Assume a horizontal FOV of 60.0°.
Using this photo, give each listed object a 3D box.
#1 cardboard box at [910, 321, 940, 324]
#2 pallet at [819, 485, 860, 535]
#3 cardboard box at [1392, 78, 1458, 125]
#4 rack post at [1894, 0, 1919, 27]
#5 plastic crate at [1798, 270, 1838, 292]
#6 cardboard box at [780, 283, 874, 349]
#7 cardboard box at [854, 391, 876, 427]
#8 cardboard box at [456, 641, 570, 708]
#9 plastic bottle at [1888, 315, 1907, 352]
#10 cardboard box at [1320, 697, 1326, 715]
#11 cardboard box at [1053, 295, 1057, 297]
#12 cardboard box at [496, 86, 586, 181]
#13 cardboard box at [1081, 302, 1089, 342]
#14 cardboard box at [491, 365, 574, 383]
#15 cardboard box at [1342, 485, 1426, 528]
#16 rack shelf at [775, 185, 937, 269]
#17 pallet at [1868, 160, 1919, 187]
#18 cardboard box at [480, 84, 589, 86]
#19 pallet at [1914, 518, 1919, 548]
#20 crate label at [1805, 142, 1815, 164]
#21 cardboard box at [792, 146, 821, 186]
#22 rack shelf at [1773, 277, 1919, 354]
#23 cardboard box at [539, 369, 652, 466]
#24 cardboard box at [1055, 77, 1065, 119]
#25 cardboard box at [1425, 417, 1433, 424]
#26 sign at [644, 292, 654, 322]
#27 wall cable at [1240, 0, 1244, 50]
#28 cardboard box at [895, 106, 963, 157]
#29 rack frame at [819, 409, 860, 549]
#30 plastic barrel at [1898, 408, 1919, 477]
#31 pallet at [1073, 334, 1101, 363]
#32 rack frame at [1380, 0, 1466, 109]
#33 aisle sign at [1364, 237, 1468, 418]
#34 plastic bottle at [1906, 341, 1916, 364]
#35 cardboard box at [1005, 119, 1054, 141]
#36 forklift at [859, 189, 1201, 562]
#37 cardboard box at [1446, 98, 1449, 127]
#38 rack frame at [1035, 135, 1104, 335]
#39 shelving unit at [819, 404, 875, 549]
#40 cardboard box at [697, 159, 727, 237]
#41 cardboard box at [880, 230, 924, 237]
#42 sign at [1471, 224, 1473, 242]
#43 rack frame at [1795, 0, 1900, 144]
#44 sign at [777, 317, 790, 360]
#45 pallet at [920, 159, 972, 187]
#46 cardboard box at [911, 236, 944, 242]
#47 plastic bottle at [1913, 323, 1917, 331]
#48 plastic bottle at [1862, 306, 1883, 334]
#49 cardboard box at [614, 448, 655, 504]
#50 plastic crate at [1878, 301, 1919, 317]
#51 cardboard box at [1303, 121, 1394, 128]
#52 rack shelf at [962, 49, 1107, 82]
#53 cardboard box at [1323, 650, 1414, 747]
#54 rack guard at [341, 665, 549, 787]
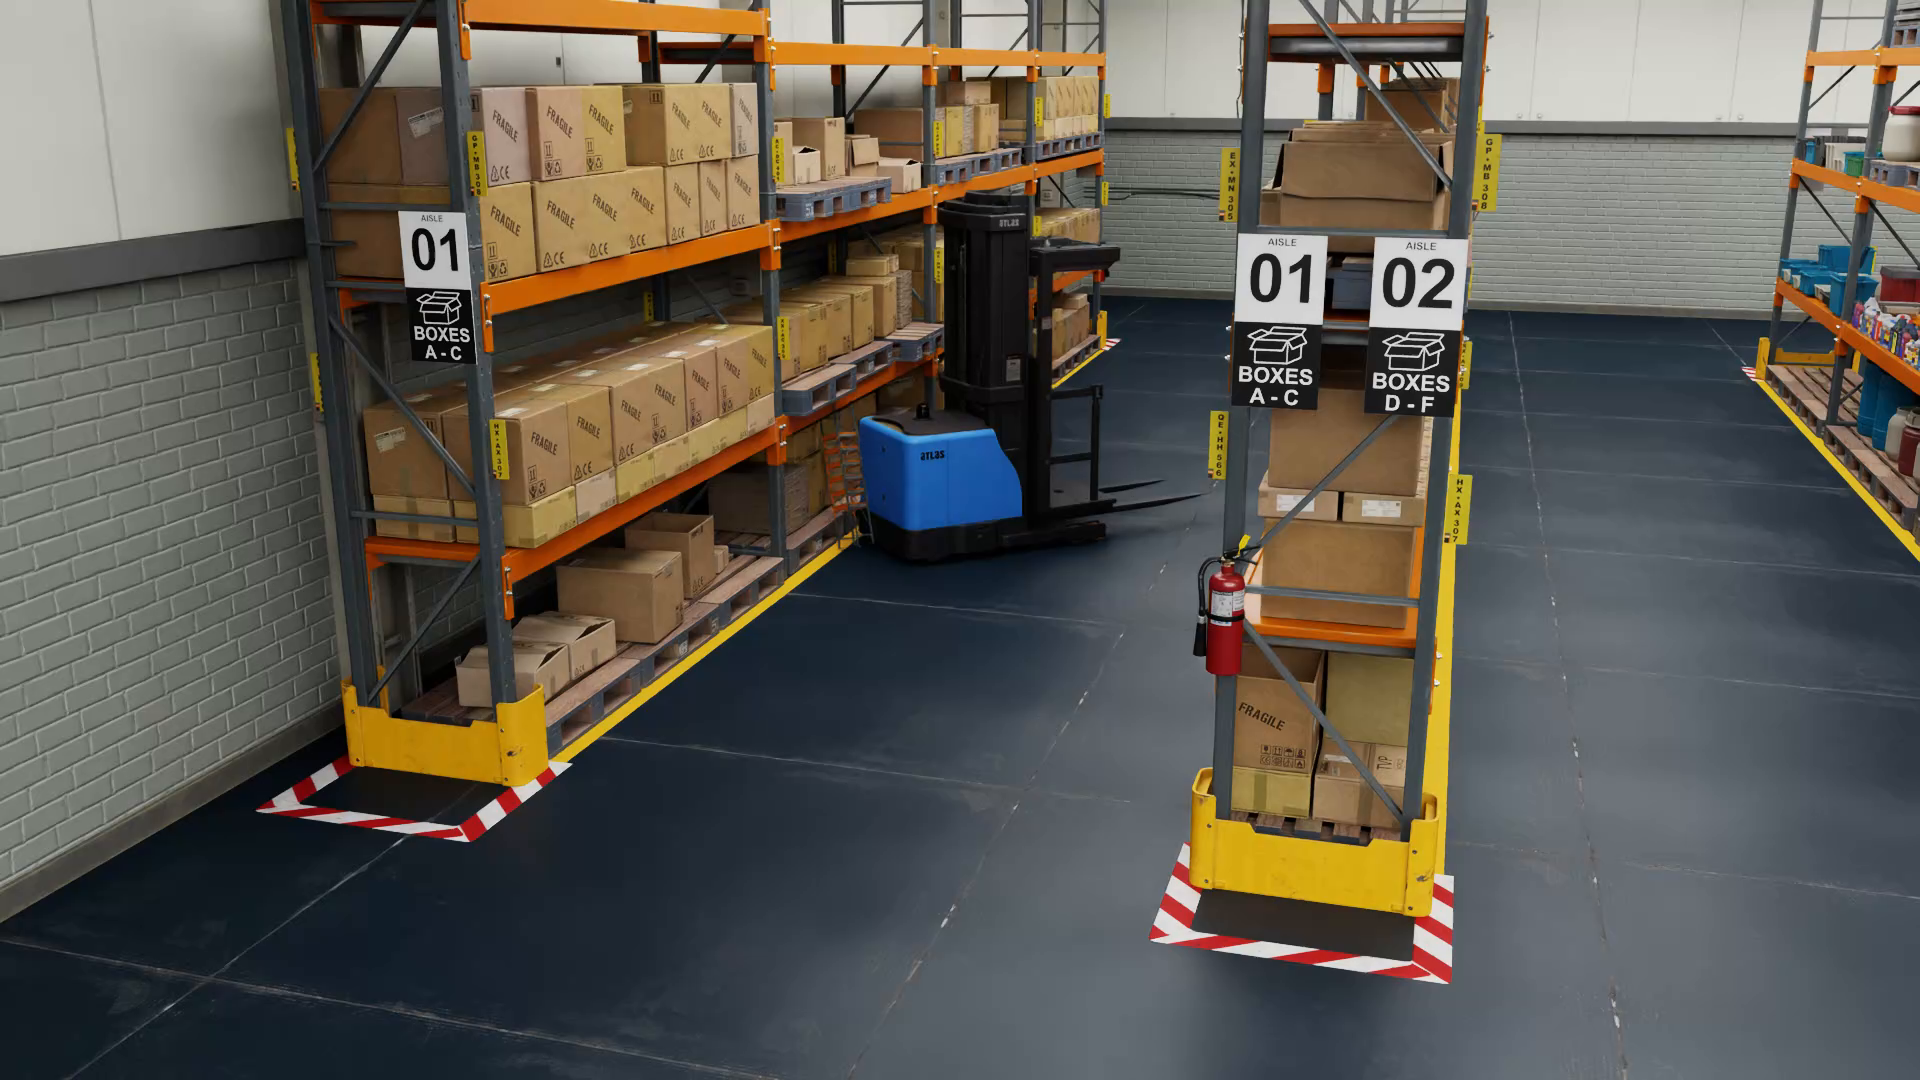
[{"bbox_3d":[-0.417,-2.163,16.881,0.380,0.149,0.250,4,16,15],"label":"cardboard box"},{"bbox_3d":[-1.305,-0.342,15.147,1.003,0.211,1.213,5,16,16],"label":"pallet"},{"bbox_3d":[5.256,-4.971,18.847,0.700,0.500,0.500,5,16,16],"label":"cardboard box"},{"bbox_3d":[9.633,-5.116,16.013,0.937,0.300,0.954,4,16,15],"label":"rack post"},{"bbox_3d":[10.279,-3.095,19.942,0.416,0.233,0.300,5,16,16],"label":"plastic crate"},{"bbox_3d":[-1.190,-2.014,14.944,0.700,0.500,0.500,5,16,16],"label":"cardboard box"},{"bbox_3d":[-1.110,-1.239,15.601,0.500,0.250,0.500,5,17,17],"label":"cardboard box"},{"bbox_3d":[-2.724,0.795,10.150,0.500,0.311,0.500,3,16,10],"label":"cardboard box"},{"bbox_3d":[8.972,-1.973,15.880,0.144,0.351,0.185,5,16,16],"label":"plastic bottle"},{"bbox_3d":[1.884,0.965,9.698,0.500,0.250,0.500,5,16,16],"label":"cardboard box"},{"bbox_3d":[1.138,-3.335,23.213,0.380,0.149,0.250,5,16,16],"label":"cardboard box"},{"bbox_3d":[-2.473,-2.304,9.406,0.500,0.500,0.500,4,16,15],"label":"cardboard box"},{"bbox_3d":[1.437,-3.107,23.599,0.700,0.500,0.500,5,16,16],"label":"cardboard box"},{"bbox_3d":[-2.781,-0.817,10.578,0.500,0.500,0.500,4,16,14],"label":"cardboard box"},{"bbox_3d":[2.062,-0.176,8.080,0.380,0.149,0.250,5,16,15],"label":"cardboard box"},{"bbox_3d":[-1.301,-2.779,14.453,1.077,0.370,4.000,5,16,16],"label":"rack shelf"},{"bbox_3d":[9.773,-3.624,16.457,1.213,0.211,1.003,5,16,16],"label":"pallet"},{"bbox_3d":[-2.679,-2.630,10.554,0.500,0.500,0.500,5,16,16],"label":"cardboard box"},{"bbox_3d":[8.508,0.104,13.577,1.003,0.211,1.213,5,16,16],"label":"pallet"},{"bbox_3d":[10.467,-4.686,20.128,0.408,0.251,0.502,5,16,16],"label":"crate label"},{"bbox_3d":[-1.463,-3.059,13.515,0.500,0.311,0.500,5,17,18],"label":"cardboard box"},{"bbox_3d":[10.471,-2.661,19.533,1.077,0.370,4.000,5,16,16],"label":"rack shelf"},{"bbox_3d":[-2.280,-0.776,10.431,0.500,0.500,0.500,4,16,14],"label":"cardboard box"},{"bbox_3d":[1.015,-5.534,20.793,0.500,0.500,0.500,4,16,15],"label":"cardboard box"},{"bbox_3d":[2.574,-0.647,9.740,0.380,0.149,0.250,5,17,18],"label":"cardboard box"},{"bbox_3d":[-2.403,-1.758,12.910,0.100,0.325,0.005,5,16,16],"label":"sign"},{"bbox_3d":[6.084,-9.363,27.284,3.097,2.526,0.112,5,16,16],"label":"wall cable"},{"bbox_3d":[-0.380,-4.326,17.599,0.700,0.500,0.500,6,17,19],"label":"cardboard box"},{"bbox_3d":[-1.024,-0.520,14.039,0.006,1.200,0.240,-13,-6,42],"label":"rack frame"},{"bbox_3d":[9.209,-0.904,15.670,0.600,0.588,0.708,5,16,16],"label":"plastic barrel"},{"bbox_3d":[1.388,-2.742,23.610,1.003,0.211,1.213,5,16,16],"label":"pallet"},{"bbox_3d":[5.154,-5.755,18.129,1.000,3.000,0.127,5,16,16],"label":"rack frame"},{"bbox_3d":[2.019,-0.939,7.380,0.394,0.787,0.004,5,16,16],"label":"aisle sign"},{"bbox_3d":[8.753,-1.723,15.270,0.097,0.201,0.097,0,16,0],"label":"plastic bottle"},{"bbox_3d":[0.853,-5.034,20.404,0.500,0.250,0.500,5,16,16],"label":"cardboard box"},{"bbox_3d":[0.679,-1.492,14.217,3.031,2.935,1.130,-8,18,-27],"label":"forklift"},{"bbox_3d":[4.940,-4.484,18.009,0.600,0.600,0.600,3,16,11],"label":"cardboard box"},{"bbox_3d":[1.540,-4.299,23.988,1.000,3.000,0.127,5,16,16],"label":"rack frame"},{"bbox_3d":[-0.958,-0.535,13.977,0.189,1.200,0.258,-13,-6,42],"label":"shelving unit"},{"bbox_3d":[-1.932,-2.377,11.497,0.500,0.500,0.500,3,16,11],"label":"cardboard box"},{"bbox_3d":[-0.553,-3.175,17.888,0.500,0.250,0.500,4,16,14],"label":"cardboard box"},{"bbox_3d":[5.687,-3.384,18.641,0.100,0.325,0.005,5,16,16],"label":"sign"},{"bbox_3d":[11.039,-6.417,20.461,1.000,3.000,0.127,5,16,16],"label":"rack frame"},{"bbox_3d":[-1.347,-1.536,12.660,0.100,0.325,0.005,5,16,16],"label":"sign"},{"bbox_3d":[-0.601,-3.731,16.834,1.213,0.211,1.003,5,17,18],"label":"pallet"},{"bbox_3d":[-0.205,-3.007,17.294,0.500,0.250,0.500,4,16,15],"label":"cardboard box"},{"bbox_3d":[9.100,-1.937,15.898,0.097,0.271,0.097,0,16,0],"label":"plastic bottle"},{"bbox_3d":[9.301,-2.237,16.947,0.152,0.276,0.135,5,16,16],"label":"plastic bottle"},{"bbox_3d":[-2.279,-0.423,10.562,0.500,0.250,0.500,4,16,15],"label":"cardboard box"},{"bbox_3d":[10.172,-2.497,18.008,0.396,0.136,0.243,5,16,16],"label":"plastic crate"},{"bbox_3d":[2.485,-2.425,10.677,0.500,0.500,0.500,6,17,20],"label":"cardboard box"},{"bbox_3d":[0.972,-6.123,21.477,1.077,0.370,4.000,5,16,16],"label":"rack shelf"},{"bbox_3d":[2.250,0.776,8.990,0.500,0.500,0.500,5,16,16],"label":"cardboard box"},{"bbox_3d":[-2.985,1.070,9.641,1.175,0.500,0.348,5,16,16],"label":"rack guard"}]
